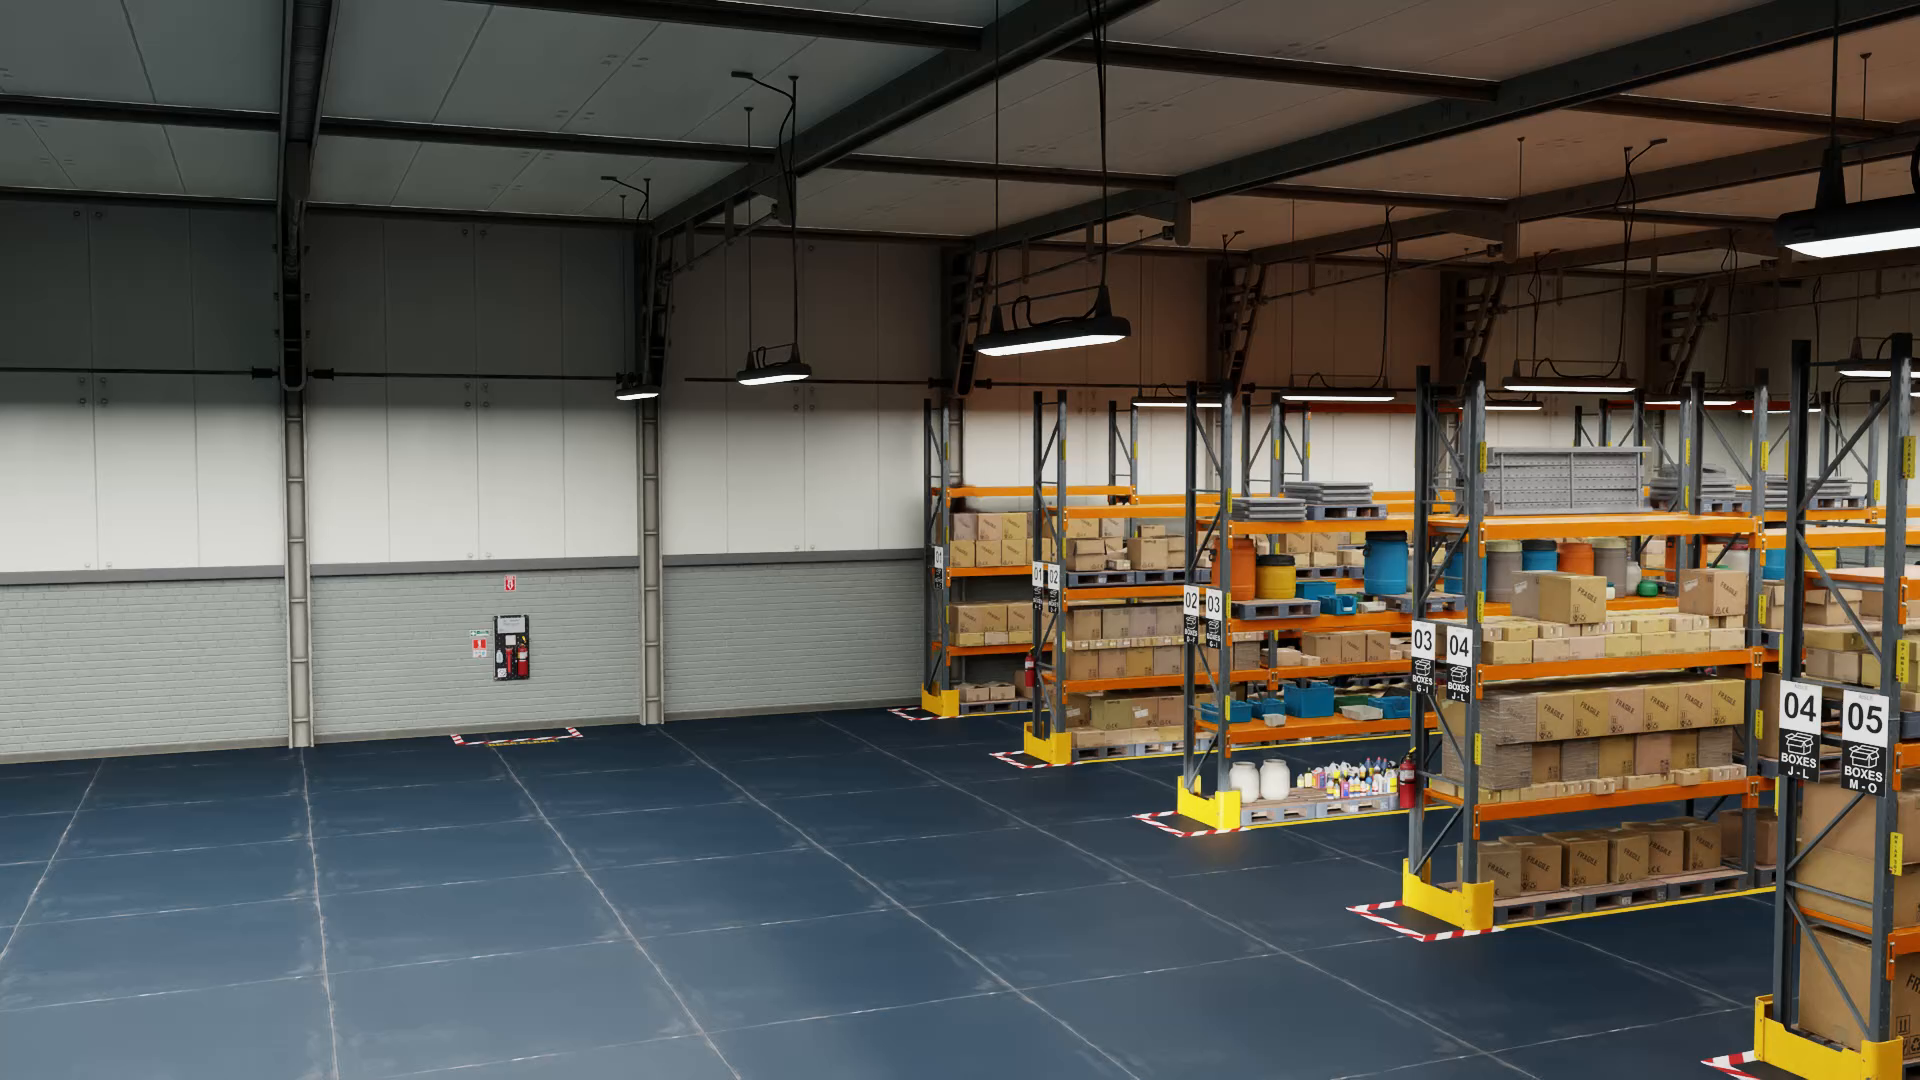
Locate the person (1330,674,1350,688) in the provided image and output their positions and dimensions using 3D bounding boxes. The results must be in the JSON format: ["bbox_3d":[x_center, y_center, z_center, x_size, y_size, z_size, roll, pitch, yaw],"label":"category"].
[{"bbox_3d":[7.298,2.543,31.500,0.649,1.588,0.538,-1,4,-19],"label":"person"}]

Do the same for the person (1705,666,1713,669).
[{"bbox_3d":[15.809,2.233,34.806,0.765,1.766,0.582,2,4,35],"label":"person"}]
